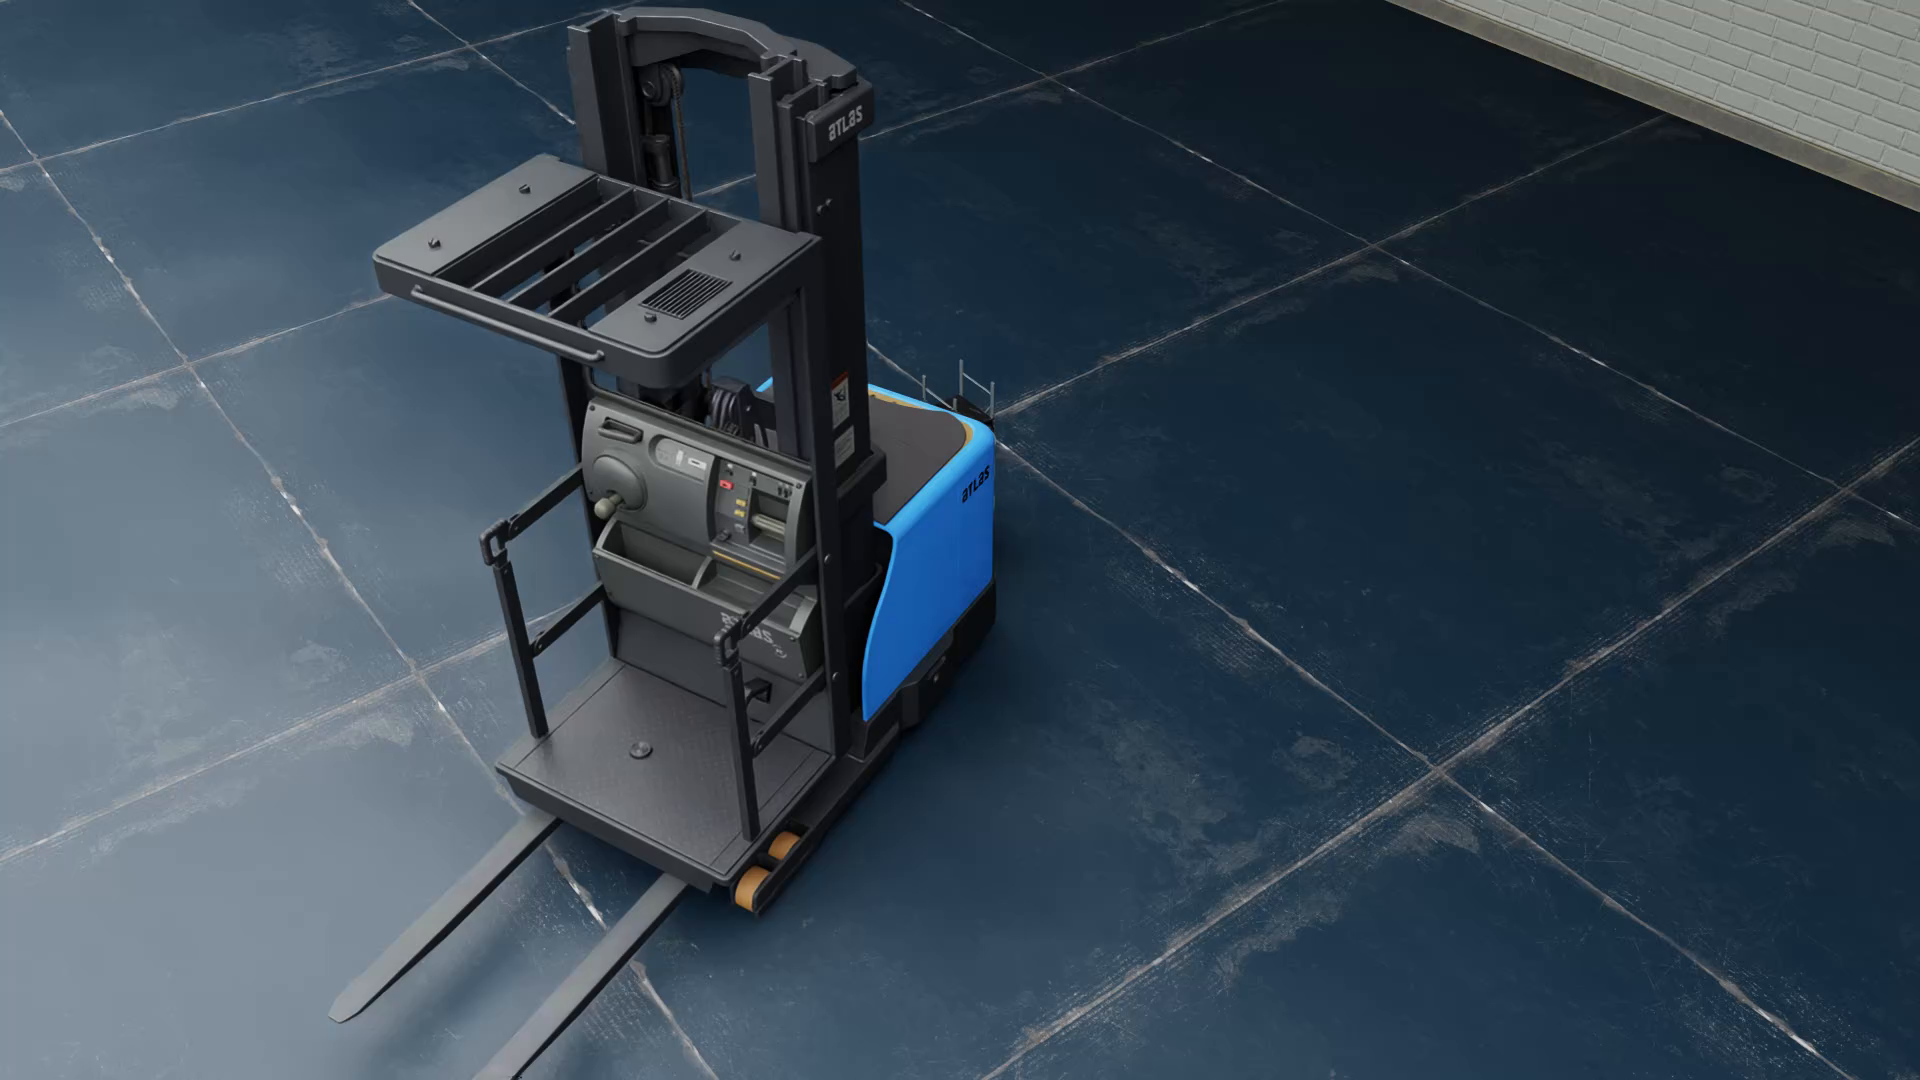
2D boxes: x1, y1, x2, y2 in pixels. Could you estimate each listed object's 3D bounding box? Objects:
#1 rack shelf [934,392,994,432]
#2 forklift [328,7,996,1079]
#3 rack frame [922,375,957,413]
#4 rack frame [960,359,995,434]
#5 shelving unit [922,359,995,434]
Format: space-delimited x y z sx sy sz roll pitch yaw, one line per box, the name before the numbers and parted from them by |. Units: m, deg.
rack shelf | -0.006 -0.528 7.311 0.200 0.077 0.258 -26 46 -28
forklift | -1.030 -0.110 5.573 1.130 2.935 3.031 21 44 23
rack frame | -0.087 -0.305 7.413 0.006 0.900 0.240 -26 46 -28
rack frame | 0.074 -0.384 7.509 0.006 0.900 0.240 -26 46 -28
shelving unit | -0.006 -0.345 7.461 0.210 0.900 0.258 -26 46 -28
